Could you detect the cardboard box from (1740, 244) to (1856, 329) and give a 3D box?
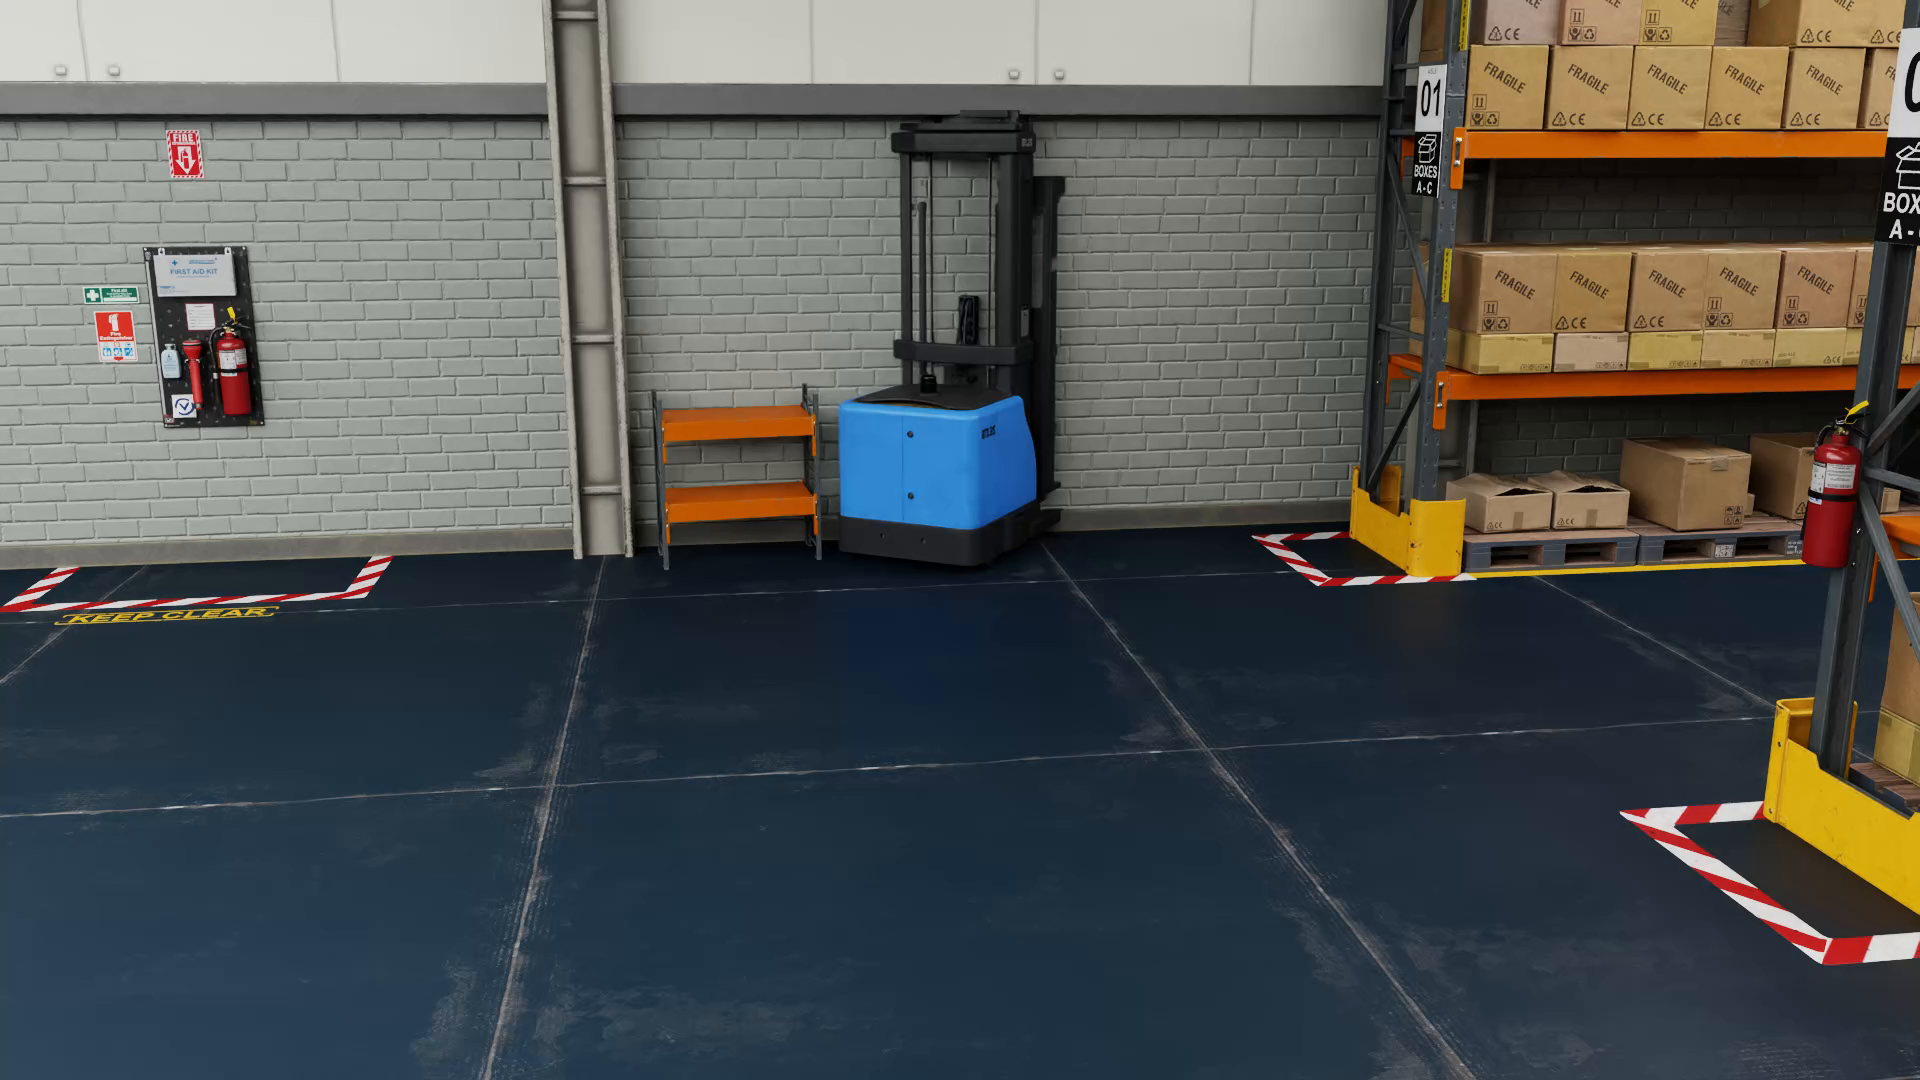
[{"bbox_3d":[5.483,-1.674,10.956,0.500,0.500,0.500,-3,14,-10],"label":"cardboard box"}]

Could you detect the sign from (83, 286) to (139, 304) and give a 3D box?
[{"bbox_3d":[-5.434,-1.568,10.644,0.331,0.109,0.001,-2,14,-8],"label":"sign"}]

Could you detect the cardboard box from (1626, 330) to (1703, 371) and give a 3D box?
[{"bbox_3d":[4.487,-1.273,10.897,0.500,0.250,0.500,-2,14,-9],"label":"cardboard box"}]

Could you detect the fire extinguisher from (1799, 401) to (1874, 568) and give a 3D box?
[{"bbox_3d":[3.497,-0.234,6.646,0.183,0.674,0.296,-2,14,-8],"label":"fire extinguisher"}]

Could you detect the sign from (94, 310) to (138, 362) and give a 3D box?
[{"bbox_3d":[-5.440,-1.313,10.717,0.234,0.329,0.001,-2,14,-8],"label":"sign"}]

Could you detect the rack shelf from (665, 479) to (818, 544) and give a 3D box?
[{"bbox_3d":[-1.498,-0.201,11.218,1.000,0.278,0.538,-4,15,-14],"label":"rack shelf"}]

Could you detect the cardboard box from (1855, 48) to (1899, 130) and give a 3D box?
[{"bbox_3d":[5.932,-2.920,10.786,0.500,0.500,0.500,-3,14,-13],"label":"cardboard box"}]

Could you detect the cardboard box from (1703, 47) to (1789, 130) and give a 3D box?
[{"bbox_3d":[4.885,-2.875,10.608,0.500,0.500,0.500,-1,14,-5],"label":"cardboard box"}]

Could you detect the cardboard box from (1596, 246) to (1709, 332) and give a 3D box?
[{"bbox_3d":[4.460,-1.634,10.795,0.500,0.500,0.500,-3,14,-10],"label":"cardboard box"}]

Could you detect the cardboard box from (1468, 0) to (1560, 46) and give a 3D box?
[{"bbox_3d":[3.358,-3.309,10.281,0.500,0.500,0.500,-3,14,-12],"label":"cardboard box"}]

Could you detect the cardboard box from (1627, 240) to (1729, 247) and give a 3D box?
[{"bbox_3d":[4.883,-1.778,11.370,0.500,0.500,0.500,-2,14,-8],"label":"cardboard box"}]

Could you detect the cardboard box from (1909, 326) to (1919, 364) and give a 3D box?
[{"bbox_3d":[6.473,-1.347,11.193,0.500,0.250,0.500,-2,14,-8],"label":"cardboard box"}]

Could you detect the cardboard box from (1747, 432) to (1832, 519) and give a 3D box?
[{"bbox_3d":[5.876,-0.454,11.599,0.500,0.500,0.500,-3,14,-13],"label":"cardboard box"}]

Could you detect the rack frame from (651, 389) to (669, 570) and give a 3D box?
[{"bbox_3d":[-1.991,-0.408,11.036,0.032,1.125,0.500,-4,15,-14],"label":"rack frame"}]

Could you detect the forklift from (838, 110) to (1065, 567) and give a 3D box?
[{"bbox_3d":[0.257,-1.561,11.923,1.130,2.935,3.031,6,15,24],"label":"forklift"}]

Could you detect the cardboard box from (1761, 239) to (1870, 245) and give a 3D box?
[{"bbox_3d":[5.888,-1.816,11.523,0.500,0.500,0.500,-2,14,-9],"label":"cardboard box"}]

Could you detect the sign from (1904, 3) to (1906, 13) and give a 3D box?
[{"bbox_3d":[3.616,-2.141,6.268,0.005,0.325,0.100,-2,14,-8],"label":"sign"}]

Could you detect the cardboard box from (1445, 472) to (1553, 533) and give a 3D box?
[{"bbox_3d":[3.639,-0.268,11.246,0.500,0.311,0.500,-4,15,-15],"label":"cardboard box"}]

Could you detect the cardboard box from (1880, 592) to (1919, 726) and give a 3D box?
[{"bbox_3d":[4.169,0.512,6.763,0.500,0.500,0.500,-2,14,-8],"label":"cardboard box"}]

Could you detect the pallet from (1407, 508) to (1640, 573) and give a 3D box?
[{"bbox_3d":[3.825,-0.026,11.393,1.213,0.211,1.003,-2,14,-8],"label":"pallet"}]

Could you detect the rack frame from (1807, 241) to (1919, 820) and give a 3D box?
[{"bbox_3d":[3.683,-0.164,6.208,0.127,3.000,1.000,-2,14,-8],"label":"rack frame"}]

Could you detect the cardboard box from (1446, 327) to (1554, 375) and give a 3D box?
[{"bbox_3d":[3.471,-1.233,10.741,0.500,0.250,0.500,-3,14,-10],"label":"cardboard box"}]

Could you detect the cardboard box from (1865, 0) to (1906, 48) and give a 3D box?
[{"bbox_3d":[5.898,-3.392,10.614,0.500,0.500,0.500,-1,14,-5],"label":"cardboard box"}]

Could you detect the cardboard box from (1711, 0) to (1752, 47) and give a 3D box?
[{"bbox_3d":[4.855,-3.483,10.976,0.500,0.500,0.500,-2,14,-8],"label":"cardboard box"}]

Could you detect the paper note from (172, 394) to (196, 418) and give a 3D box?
[{"bbox_3d":[-5.063,-0.874,10.850,0.142,0.148,0.016,-2,14,-8],"label":"paper note"}]

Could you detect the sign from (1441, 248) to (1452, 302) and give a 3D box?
[{"bbox_3d":[3.022,-1.644,10.333,0.005,0.325,0.100,-2,14,-8],"label":"sign"}]

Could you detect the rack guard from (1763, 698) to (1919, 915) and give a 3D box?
[{"bbox_3d":[3.659,1.050,6.509,0.348,0.500,1.175,-2,14,-8],"label":"rack guard"}]

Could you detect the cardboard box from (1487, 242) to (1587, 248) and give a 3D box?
[{"bbox_3d":[3.875,-1.740,11.219,0.500,0.500,0.500,-2,14,-8],"label":"cardboard box"}]

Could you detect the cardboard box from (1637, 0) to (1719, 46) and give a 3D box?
[{"bbox_3d":[4.367,-3.336,10.389,0.500,0.500,0.500,-2,14,-7],"label":"cardboard box"}]

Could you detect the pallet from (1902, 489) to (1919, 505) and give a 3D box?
[{"bbox_3d":[7.666,-0.176,11.990,1.213,0.211,1.003,-2,14,-8],"label":"pallet"}]

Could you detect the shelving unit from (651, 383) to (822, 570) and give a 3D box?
[{"bbox_3d":[-1.498,-0.439,11.158,1.048,1.125,0.538,-4,15,-14],"label":"shelving unit"}]

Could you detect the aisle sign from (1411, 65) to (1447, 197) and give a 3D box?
[{"bbox_3d":[2.914,-2.541,10.344,0.004,0.787,0.394,-2,14,-8],"label":"aisle sign"}]

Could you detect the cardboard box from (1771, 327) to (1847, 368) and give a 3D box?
[{"bbox_3d":[5.484,-1.309,11.042,0.500,0.250,0.500,-2,14,-9],"label":"cardboard box"}]

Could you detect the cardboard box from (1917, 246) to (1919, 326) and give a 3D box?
[{"bbox_3d":[6.475,-1.709,11.097,0.500,0.500,0.500,-2,14,-8],"label":"cardboard box"}]

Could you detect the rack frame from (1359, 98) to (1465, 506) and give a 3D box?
[{"bbox_3d":[2.941,-1.355,10.959,0.127,3.000,1.000,-2,14,-8],"label":"rack frame"}]

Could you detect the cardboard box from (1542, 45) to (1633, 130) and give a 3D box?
[{"bbox_3d":[3.845,-2.831,10.431,0.500,0.500,0.500,-1,14,-5],"label":"cardboard box"}]

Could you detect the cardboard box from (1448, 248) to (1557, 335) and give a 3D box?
[{"bbox_3d":[3.458,-1.601,10.664,0.500,0.500,0.500,-2,14,-8],"label":"cardboard box"}]

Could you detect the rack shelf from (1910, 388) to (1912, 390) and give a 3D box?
[{"bbox_3d":[8.874,-1.224,11.913,4.000,0.370,1.077,-2,14,-8],"label":"rack shelf"}]

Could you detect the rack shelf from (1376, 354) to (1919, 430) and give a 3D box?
[{"bbox_3d":[4.919,-1.079,11.335,4.000,0.370,1.077,-2,14,-8],"label":"rack shelf"}]

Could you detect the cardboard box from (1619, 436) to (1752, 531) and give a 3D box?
[{"bbox_3d":[4.935,-0.395,11.363,0.500,0.500,0.700,-3,14,-12],"label":"cardboard box"}]

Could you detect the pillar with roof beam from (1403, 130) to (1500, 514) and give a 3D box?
[{"bbox_3d":[4.146,-3.463,7.031,0.400,9.000,9.100,-2,14,-8],"label":"pillar with roof beam"}]
